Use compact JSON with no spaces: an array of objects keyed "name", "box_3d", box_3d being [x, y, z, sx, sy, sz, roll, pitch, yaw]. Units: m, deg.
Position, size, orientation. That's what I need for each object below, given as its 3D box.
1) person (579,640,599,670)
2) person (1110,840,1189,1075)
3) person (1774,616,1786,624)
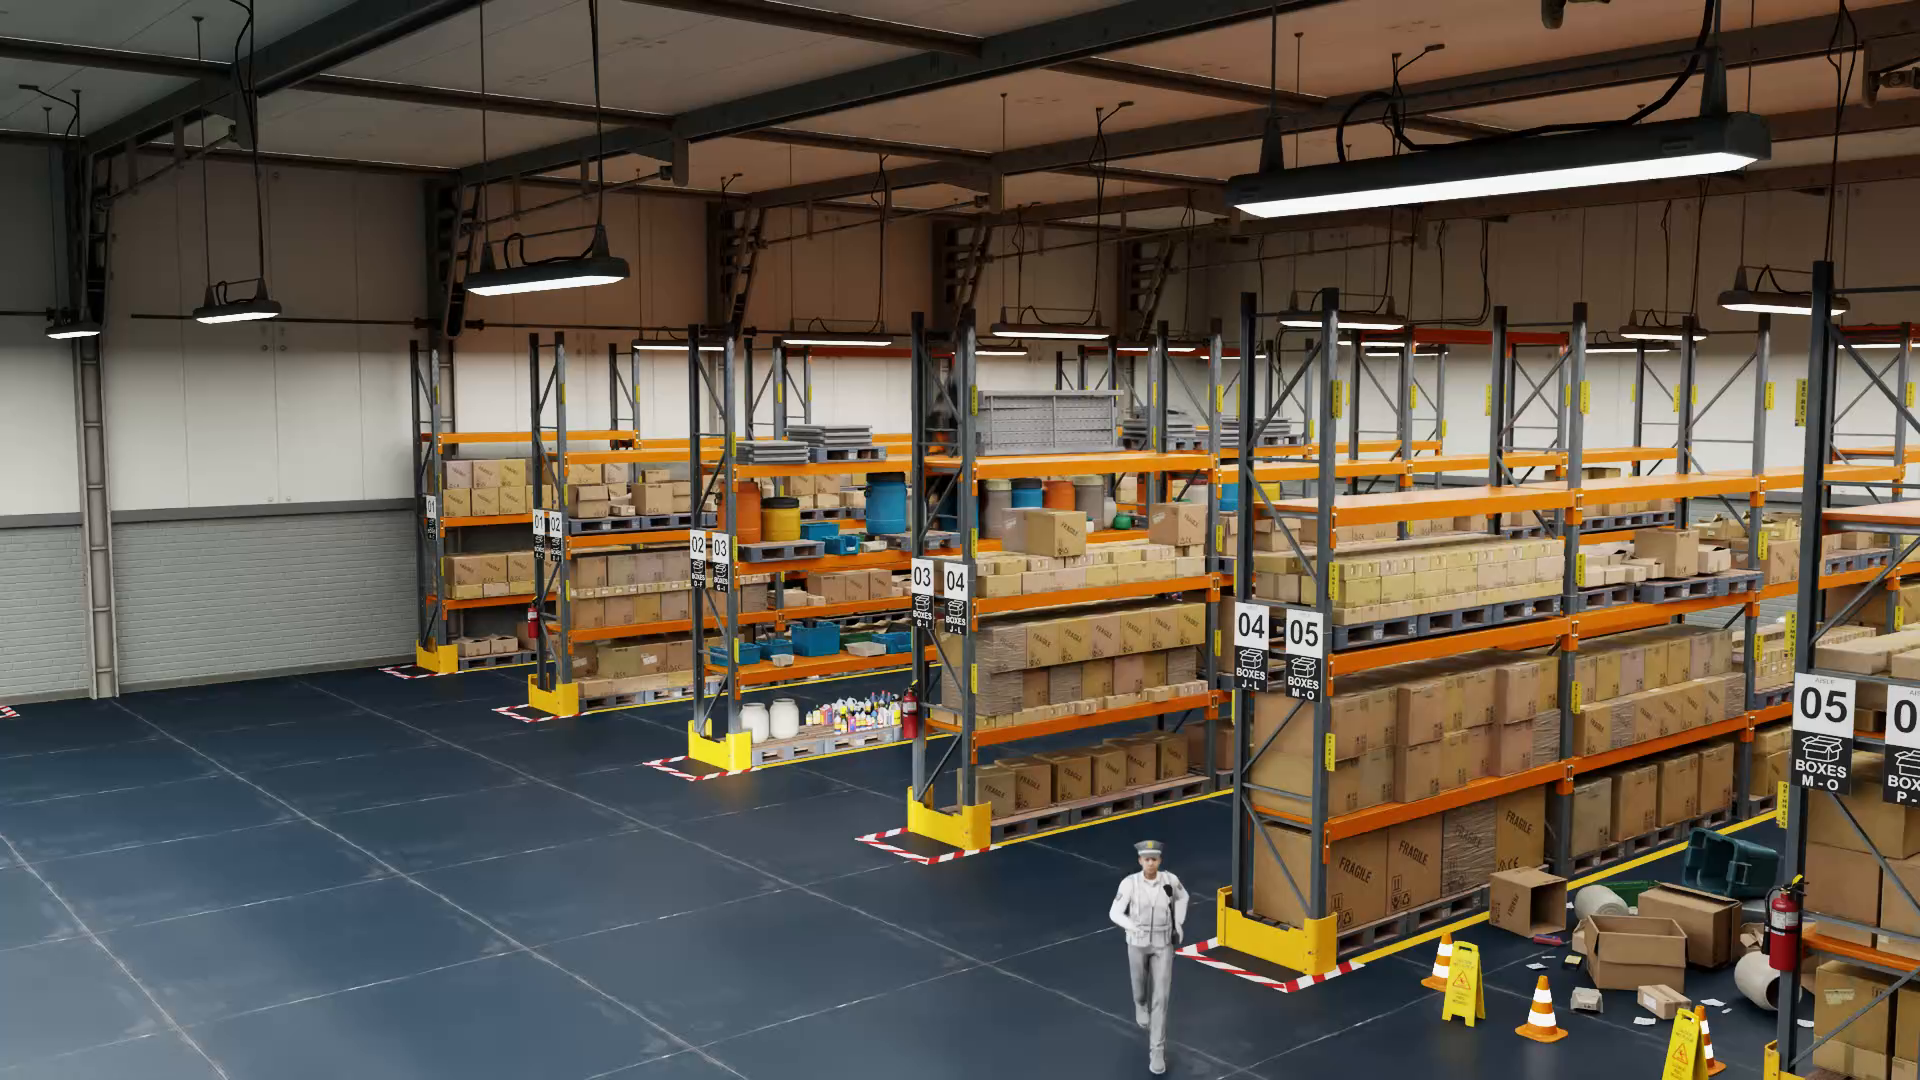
[{"name":"person","box_3d":[-6.512,1.674,28.859,0.723,1.756,0.589,-5,7,-44]},{"name":"person","box_3d":[1.468,3.125,12.838,0.621,1.692,0.939,0,5,3]},{"name":"person","box_3d":[12.036,2.026,24.398,0.736,1.827,0.643,-4,7,-39]}]
